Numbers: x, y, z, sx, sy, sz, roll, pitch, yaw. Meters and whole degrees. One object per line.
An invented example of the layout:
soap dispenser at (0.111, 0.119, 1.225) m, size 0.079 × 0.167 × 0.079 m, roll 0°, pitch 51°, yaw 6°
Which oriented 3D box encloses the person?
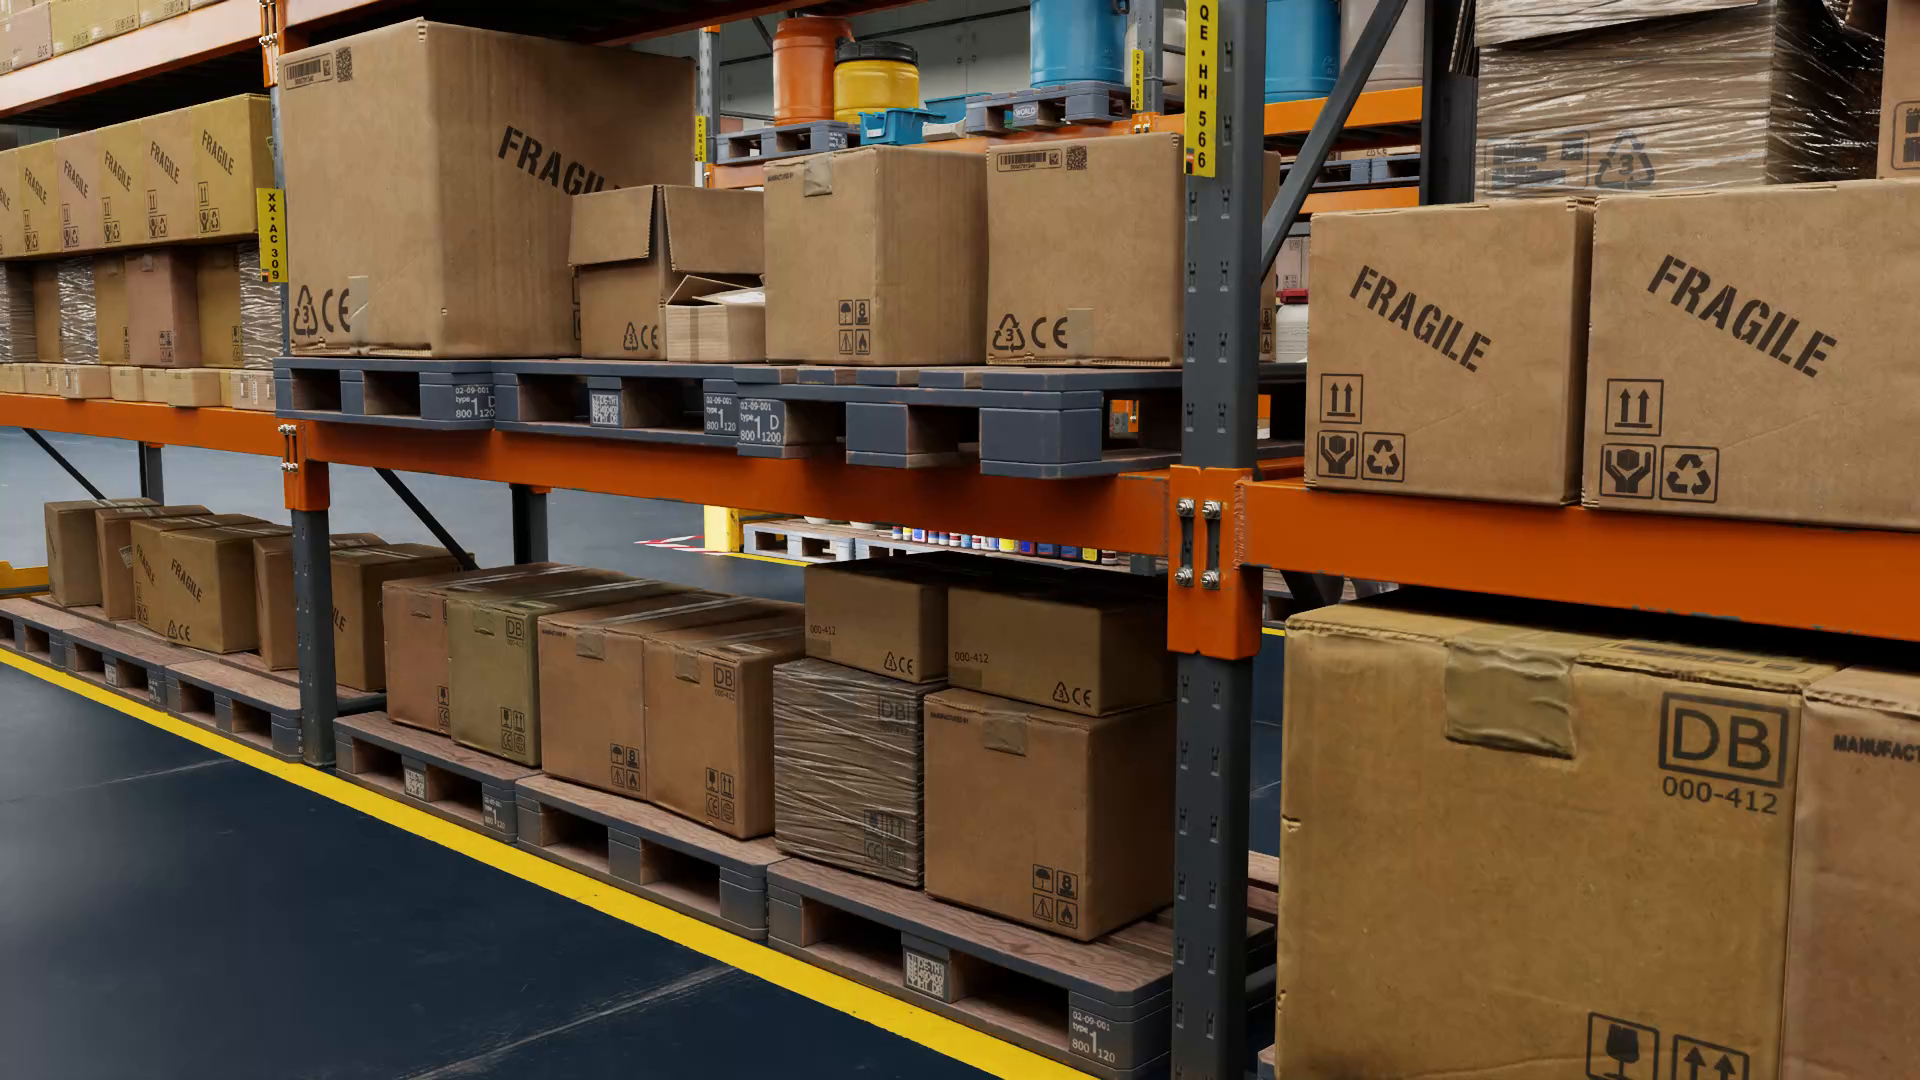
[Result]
person at (1.535, -0.102, 6.546) m, size 0.622 × 1.774 × 0.453 m, roll 6°, pitch 9°, yaw 43°
